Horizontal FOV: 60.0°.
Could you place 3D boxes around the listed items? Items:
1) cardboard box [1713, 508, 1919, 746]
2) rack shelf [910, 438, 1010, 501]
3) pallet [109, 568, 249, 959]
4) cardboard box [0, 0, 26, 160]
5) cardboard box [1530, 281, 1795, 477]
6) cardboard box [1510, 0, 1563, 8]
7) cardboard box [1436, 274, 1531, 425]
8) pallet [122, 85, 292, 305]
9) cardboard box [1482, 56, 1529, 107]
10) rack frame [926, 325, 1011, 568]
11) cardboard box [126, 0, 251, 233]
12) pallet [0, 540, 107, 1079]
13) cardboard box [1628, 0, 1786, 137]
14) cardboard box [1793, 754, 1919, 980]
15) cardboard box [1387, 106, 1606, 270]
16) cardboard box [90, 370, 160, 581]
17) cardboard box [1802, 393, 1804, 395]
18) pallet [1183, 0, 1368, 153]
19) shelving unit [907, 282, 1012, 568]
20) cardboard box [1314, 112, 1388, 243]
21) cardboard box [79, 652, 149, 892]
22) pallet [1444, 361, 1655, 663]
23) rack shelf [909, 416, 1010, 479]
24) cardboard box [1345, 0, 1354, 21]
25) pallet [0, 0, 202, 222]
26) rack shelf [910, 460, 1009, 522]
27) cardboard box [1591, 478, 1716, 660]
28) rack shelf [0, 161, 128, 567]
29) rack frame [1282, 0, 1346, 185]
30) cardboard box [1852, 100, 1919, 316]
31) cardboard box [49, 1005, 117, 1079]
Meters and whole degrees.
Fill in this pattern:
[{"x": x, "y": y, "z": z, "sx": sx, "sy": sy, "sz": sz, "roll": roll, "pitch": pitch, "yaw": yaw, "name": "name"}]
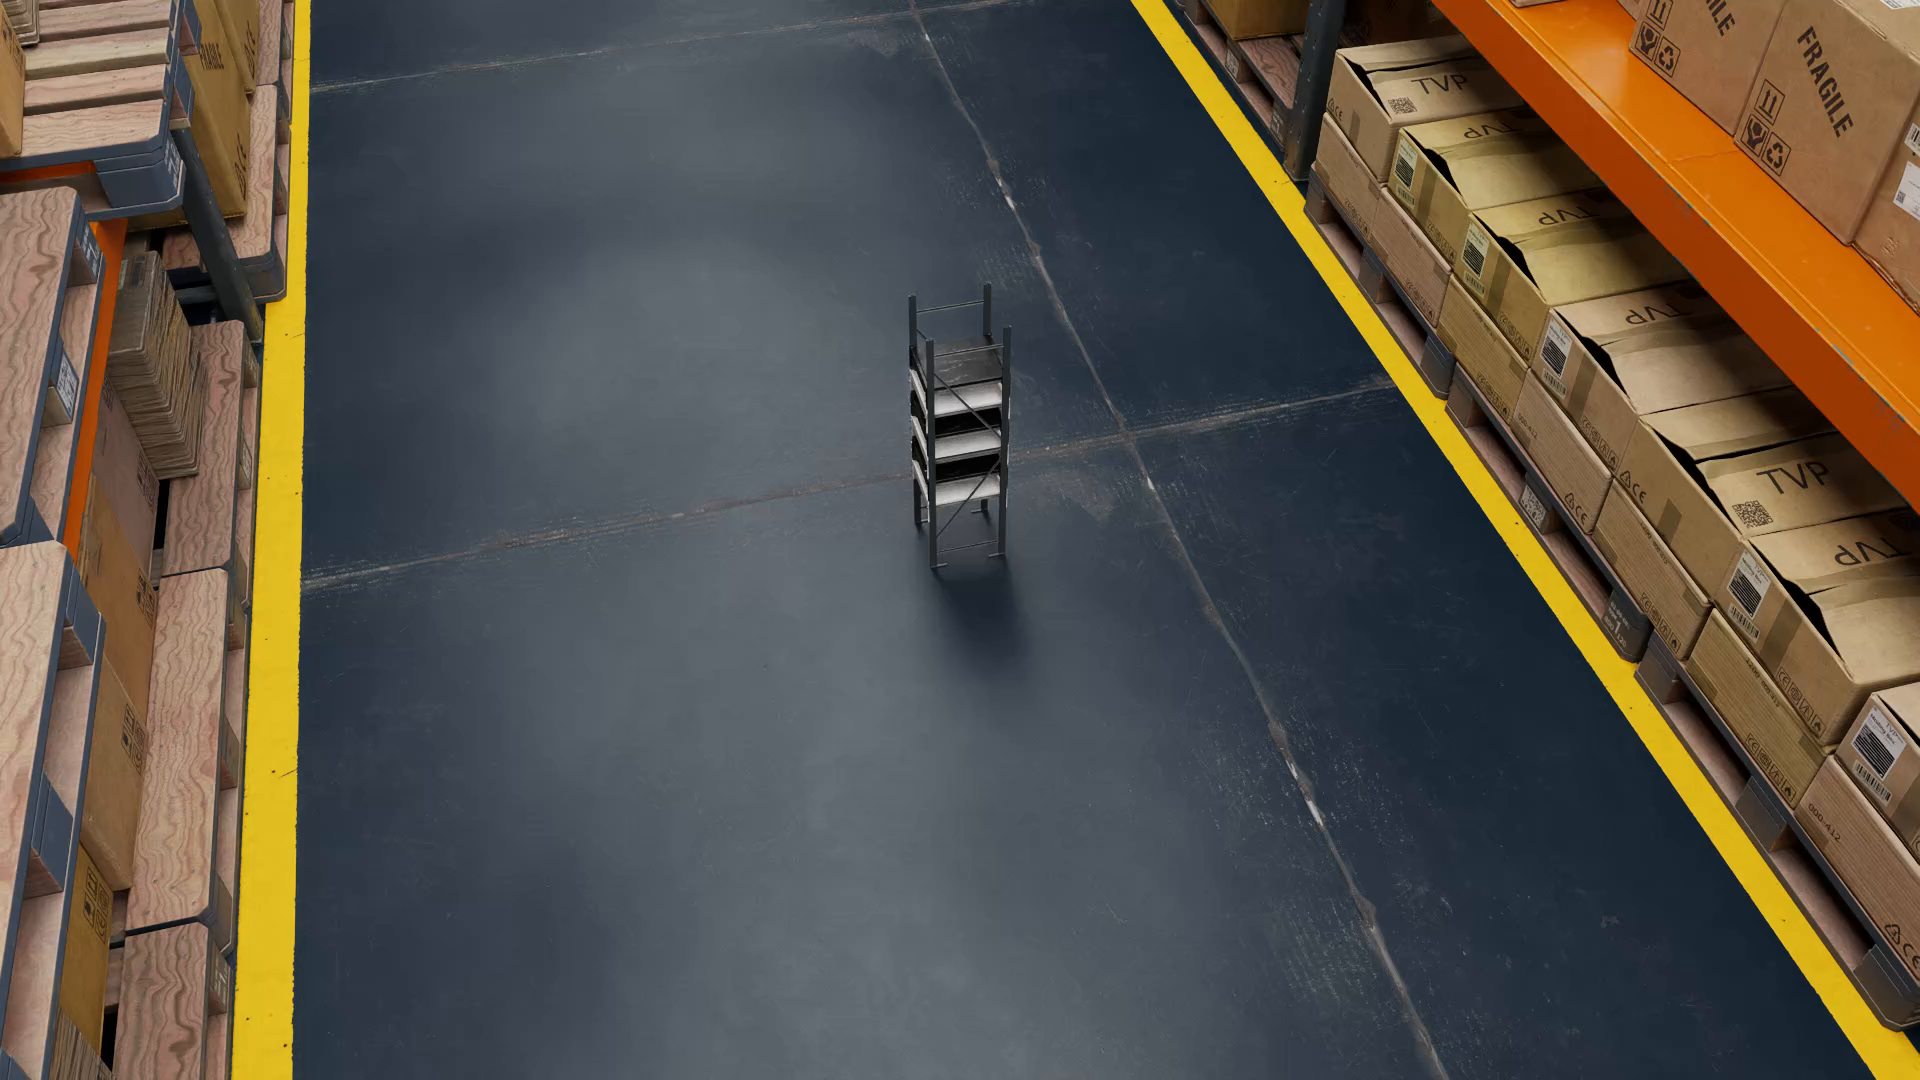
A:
[{"x": 2.306, "y": 0.191, "z": 4.201, "sx": 0.500, "sy": 0.311, "sz": 0.500, "roll": -10, "pitch": 46, "yaw": -9, "name": "cardboard box"}, {"x": -0.002, "y": -0.234, "z": 5.022, "sx": 0.258, "sy": 0.077, "sz": 0.200, "roll": -11, "pitch": 47, "yaw": -10, "name": "rack shelf"}, {"x": -2.478, "y": 0.660, "z": 4.455, "sx": 1.003, "sy": 0.211, "sz": 1.213, "roll": -11, "pitch": 47, "yaw": -10, "name": "pallet"}, {"x": -2.686, "y": -1.182, "z": 3.930, "sx": 0.700, "sy": 0.500, "sz": 0.500, "roll": -15, "pitch": 47, "yaw": -14, "name": "cardboard box"}, {"x": 2.055, "y": -0.502, "z": 4.880, "sx": 0.500, "sy": 0.311, "sz": 0.500, "roll": -11, "pitch": 47, "yaw": -11, "name": "cardboard box"}, {"x": 1.844, "y": -1.921, "z": 5.094, "sx": 0.500, "sy": 0.311, "sz": 0.500, "roll": -11, "pitch": 47, "yaw": -11, "name": "cardboard box"}, {"x": 1.921, "y": -0.669, "z": 5.437, "sx": 0.500, "sy": 0.250, "sz": 0.500, "roll": -12, "pitch": 47, "yaw": -11, "name": "cardboard box"}, {"x": -3.115, "y": -1.278, "z": 6.355, "sx": 1.003, "sy": 0.211, "sz": 1.213, "roll": -11, "pitch": 47, "yaw": -10, "name": "pallet"}, {"x": 2.174, "y": -1.669, "z": 6.024, "sx": 0.500, "sy": 0.311, "sz": 0.500, "roll": -10, "pitch": 46, "yaw": -9, "name": "cardboard box"}, {"x": 0.024, "y": -0.250, "z": 4.865, "sx": 0.240, "sy": 0.900, "sz": 0.006, "roll": -11, "pitch": 47, "yaw": -10, "name": "rack frame"}, {"x": -3.047, "y": -1.623, "z": 5.951, "sx": 0.750, "sy": 0.750, "sz": 0.750, "roll": -11, "pitch": 47, "yaw": -11, "name": "cardboard box"}, {"x": -2.017, "y": 0.578, "z": 2.717, "sx": 1.003, "sy": 0.211, "sz": 1.213, "roll": -11, "pitch": 47, "yaw": -10, "name": "pallet"}, {"x": 2.247, "y": -1.484, "z": 4.534, "sx": 0.500, "sy": 0.500, "sz": 0.500, "roll": -13, "pitch": 47, "yaw": -12, "name": "cardboard box"}, {"x": 2.440, "y": 0.739, "z": 4.057, "sx": 0.500, "sy": 0.250, "sz": 0.500, "roll": -11, "pitch": 47, "yaw": -11, "name": "cardboard box"}, {"x": 1.795, "y": -1.209, "z": 5.573, "sx": 0.500, "sy": 0.311, "sz": 0.500, "roll": -12, "pitch": 47, "yaw": -11, "name": "cardboard box"}, {"x": -2.731, "y": -0.111, "z": 4.701, "sx": 0.700, "sy": 0.500, "sz": 0.500, "roll": -11, "pitch": 47, "yaw": -10, "name": "cardboard box"}, {"x": 2.566, "y": -0.616, "z": 4.992, "sx": 0.500, "sy": 0.311, "sz": 0.500, "roll": -10, "pitch": 46, "yaw": -9, "name": "cardboard box"}, {"x": 1.647, "y": -2.151, "z": 7.210, "sx": 1.003, "sy": 0.211, "sz": 1.213, "roll": -11, "pitch": 47, "yaw": -10, "name": "pallet"}, {"x": -0.002, "y": -0.321, "z": 4.934, "sx": 0.258, "sy": 0.900, "sz": 0.210, "roll": -11, "pitch": 47, "yaw": -10, "name": "shelving unit"}, {"x": 1.652, "y": -1.374, "z": 6.127, "sx": 0.500, "sy": 0.250, "sz": 0.500, "roll": -11, "pitch": 47, "yaw": -10, "name": "cardboard box"}, {"x": -2.438, "y": 0.574, "z": 4.030, "sx": 0.700, "sy": 0.500, "sz": 0.500, "roll": -10, "pitch": 46, "yaw": -10, "name": "cardboard box"}, {"x": 2.284, "y": -0.212, "z": 5.310, "sx": 1.003, "sy": 0.211, "sz": 1.213, "roll": -11, "pitch": 47, "yaw": -10, "name": "pallet"}, {"x": -0.002, "y": -0.297, "z": 4.958, "sx": 0.258, "sy": 0.077, "sz": 0.200, "roll": -11, "pitch": 47, "yaw": -10, "name": "rack shelf"}, {"x": 1.822, "y": -2.611, "z": 7.150, "sx": 0.500, "sy": 0.500, "sz": 0.500, "roll": -12, "pitch": 47, "yaw": -12, "name": "cardboard box"}, {"x": -2.700, "y": -1.157, "z": 4.418, "sx": 1.213, "sy": 0.211, "sz": 1.003, "roll": -11, "pitch": 47, "yaw": -10, "name": "pallet"}, {"x": -0.002, "y": -0.171, "z": 5.086, "sx": 0.258, "sy": 0.077, "sz": 0.200, "roll": -11, "pitch": 47, "yaw": -10, "name": "rack shelf"}, {"x": 2.181, "y": 0.036, "z": 4.745, "sx": 0.500, "sy": 0.250, "sz": 0.500, "roll": -10, "pitch": 46, "yaw": -9, "name": "cardboard box"}, {"x": -2.474, "y": -0.064, "z": 3.716, "sx": 1.077, "sy": 0.370, "sz": 4.000, "roll": -11, "pitch": 47, "yaw": -10, "name": "rack shelf"}, {"x": 1.802, "y": -2.605, "z": 5.702, "sx": 1.000, "sy": 3.000, "sz": 0.127, "roll": -11, "pitch": 47, "yaw": -10, "name": "rack frame"}, {"x": 2.510, "y": -0.775, "z": 3.839, "sx": 0.500, "sy": 0.500, "sz": 0.500, "roll": -8, "pitch": 46, "yaw": -7, "name": "cardboard box"}, {"x": -2.166, "y": 1.281, "z": 3.336, "sx": 0.700, "sy": 0.500, "sz": 0.500, "roll": -9, "pitch": 46, "yaw": -9, "name": "cardboard box"}]
